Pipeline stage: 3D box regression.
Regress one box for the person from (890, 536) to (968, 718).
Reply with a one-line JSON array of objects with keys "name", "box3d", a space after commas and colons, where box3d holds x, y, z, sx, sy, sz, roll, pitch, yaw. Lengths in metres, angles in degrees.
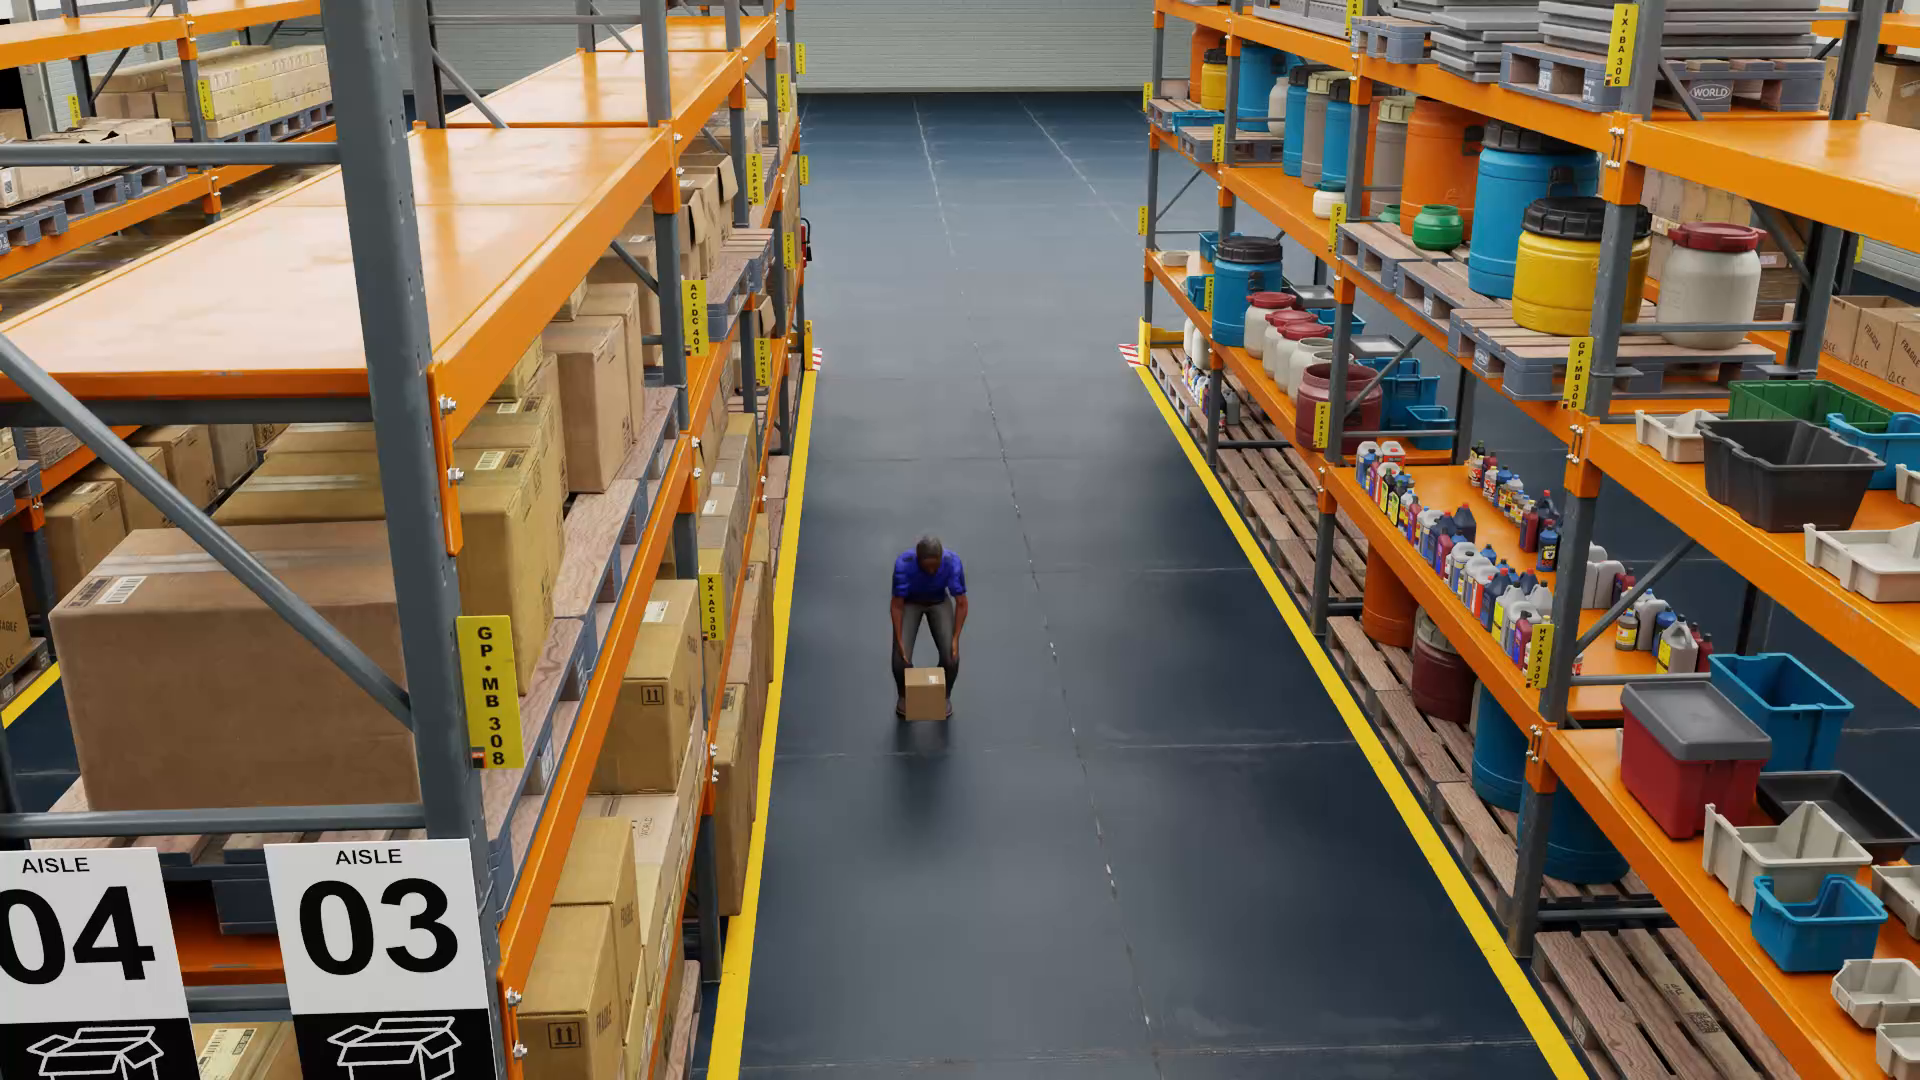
[{"name": "person", "box3d": [-0.196, 0.514, 10.725, 0.497, 1.308, 0.667, 0, 21, 0]}]
